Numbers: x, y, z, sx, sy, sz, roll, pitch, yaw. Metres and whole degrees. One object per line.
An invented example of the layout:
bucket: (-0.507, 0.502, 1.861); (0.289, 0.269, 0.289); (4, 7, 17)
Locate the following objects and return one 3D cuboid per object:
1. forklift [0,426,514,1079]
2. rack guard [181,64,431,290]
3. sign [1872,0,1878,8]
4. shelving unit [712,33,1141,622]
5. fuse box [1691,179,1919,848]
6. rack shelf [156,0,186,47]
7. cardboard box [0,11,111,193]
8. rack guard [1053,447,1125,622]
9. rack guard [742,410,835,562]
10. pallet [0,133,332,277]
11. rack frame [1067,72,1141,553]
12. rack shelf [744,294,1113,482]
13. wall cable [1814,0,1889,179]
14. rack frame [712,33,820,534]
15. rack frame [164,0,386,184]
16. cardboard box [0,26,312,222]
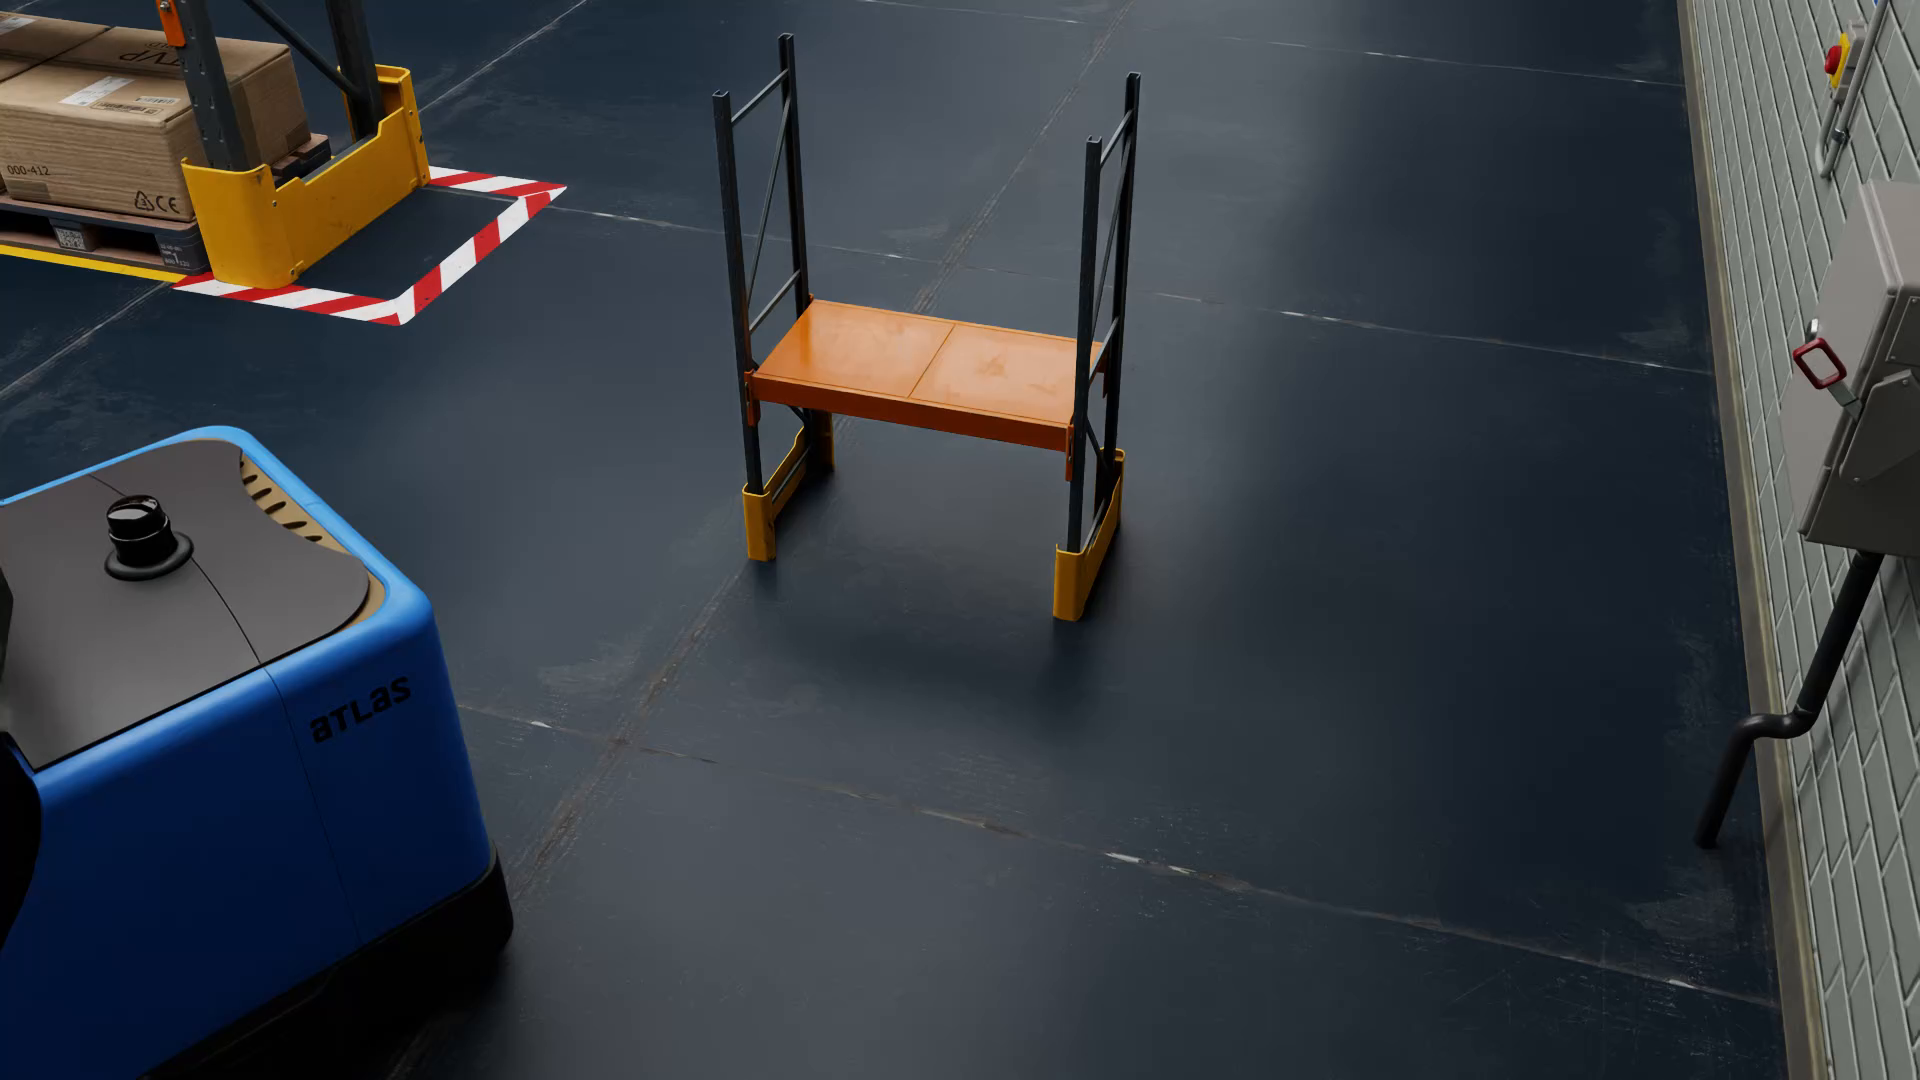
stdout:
forklift: (-2.481, 0.195, 2.591); (3.031, 2.935, 1.130); (-29, 45, -33)
rack guard: (-2.724, -1.560, 7.026); (0.348, 0.500, 1.175); (10, 38, 14)
sign: (2.715, -1.713, 4.897); (0.001, 0.218, 0.327); (10, 38, 14)
shelving unit: (-0.073, -0.618, 4.902); (1.083, 1.500, 0.587); (10, 38, 14)
fuse box: (1.877, 0.094, 3.757); (0.414, 1.711, 0.539); (10, 38, 14)
rack shelf: (-4.656, -2.635, 6.985); (4.000, 0.370, 1.077); (10, 38, 14)
cardboard box: (-4.282, -1.925, 7.221); (0.875, 0.438, 0.875); (11, 38, 15)
rack guard: (0.403, -0.026, 5.153); (0.087, 0.250, 0.587); (10, 38, 14)
rack guard: (-0.548, -0.202, 5.392); (0.087, 0.250, 0.587); (10, 38, 14)
pallet: (-3.533, -1.545, 7.250); (1.213, 0.211, 1.003); (10, 38, 14)
rack frame: (0.404, -0.529, 4.783); (0.032, 1.500, 0.500); (10, 38, 14)
rack shelf: (-0.081, -0.474, 5.011); (1.000, 0.185, 0.538); (10, 38, 14)
wall cable: (2.643, -2.009, 4.645); (0.123, 1.953, 0.585); (10, 38, 14)
rack frame: (-0.567, -0.709, 5.027); (0.032, 1.500, 0.500); (10, 38, 14)
rack frame: (-2.747, -2.571, 6.291); (0.127, 3.000, 1.000); (10, 38, 14)
cardboard box: (-3.406, -1.768, 7.008); (0.875, 0.438, 0.875); (9, 37, 12)
